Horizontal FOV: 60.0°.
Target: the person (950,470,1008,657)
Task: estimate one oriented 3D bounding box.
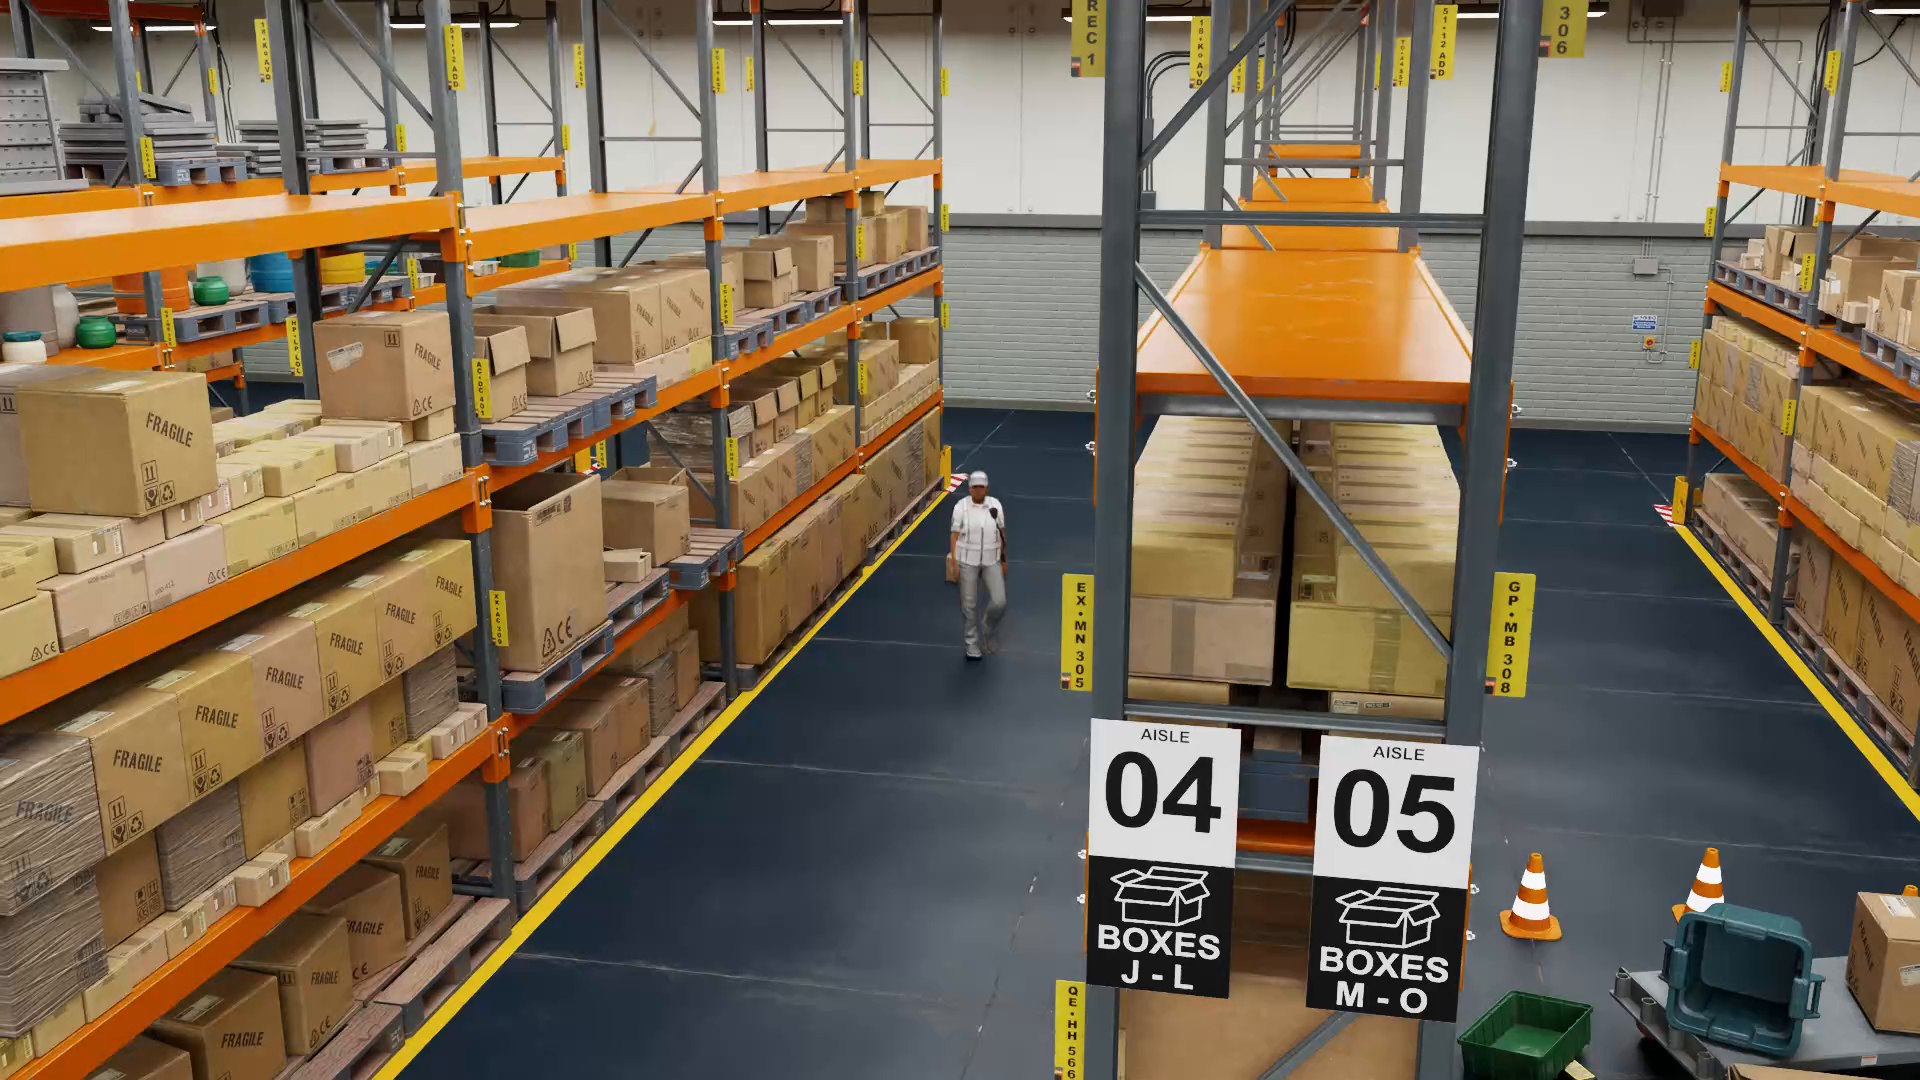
[{"bbox_3d":[0.174,0.225,14.576,0.512,1.676,0.465,-2,15,-7],"label":"person"}]
